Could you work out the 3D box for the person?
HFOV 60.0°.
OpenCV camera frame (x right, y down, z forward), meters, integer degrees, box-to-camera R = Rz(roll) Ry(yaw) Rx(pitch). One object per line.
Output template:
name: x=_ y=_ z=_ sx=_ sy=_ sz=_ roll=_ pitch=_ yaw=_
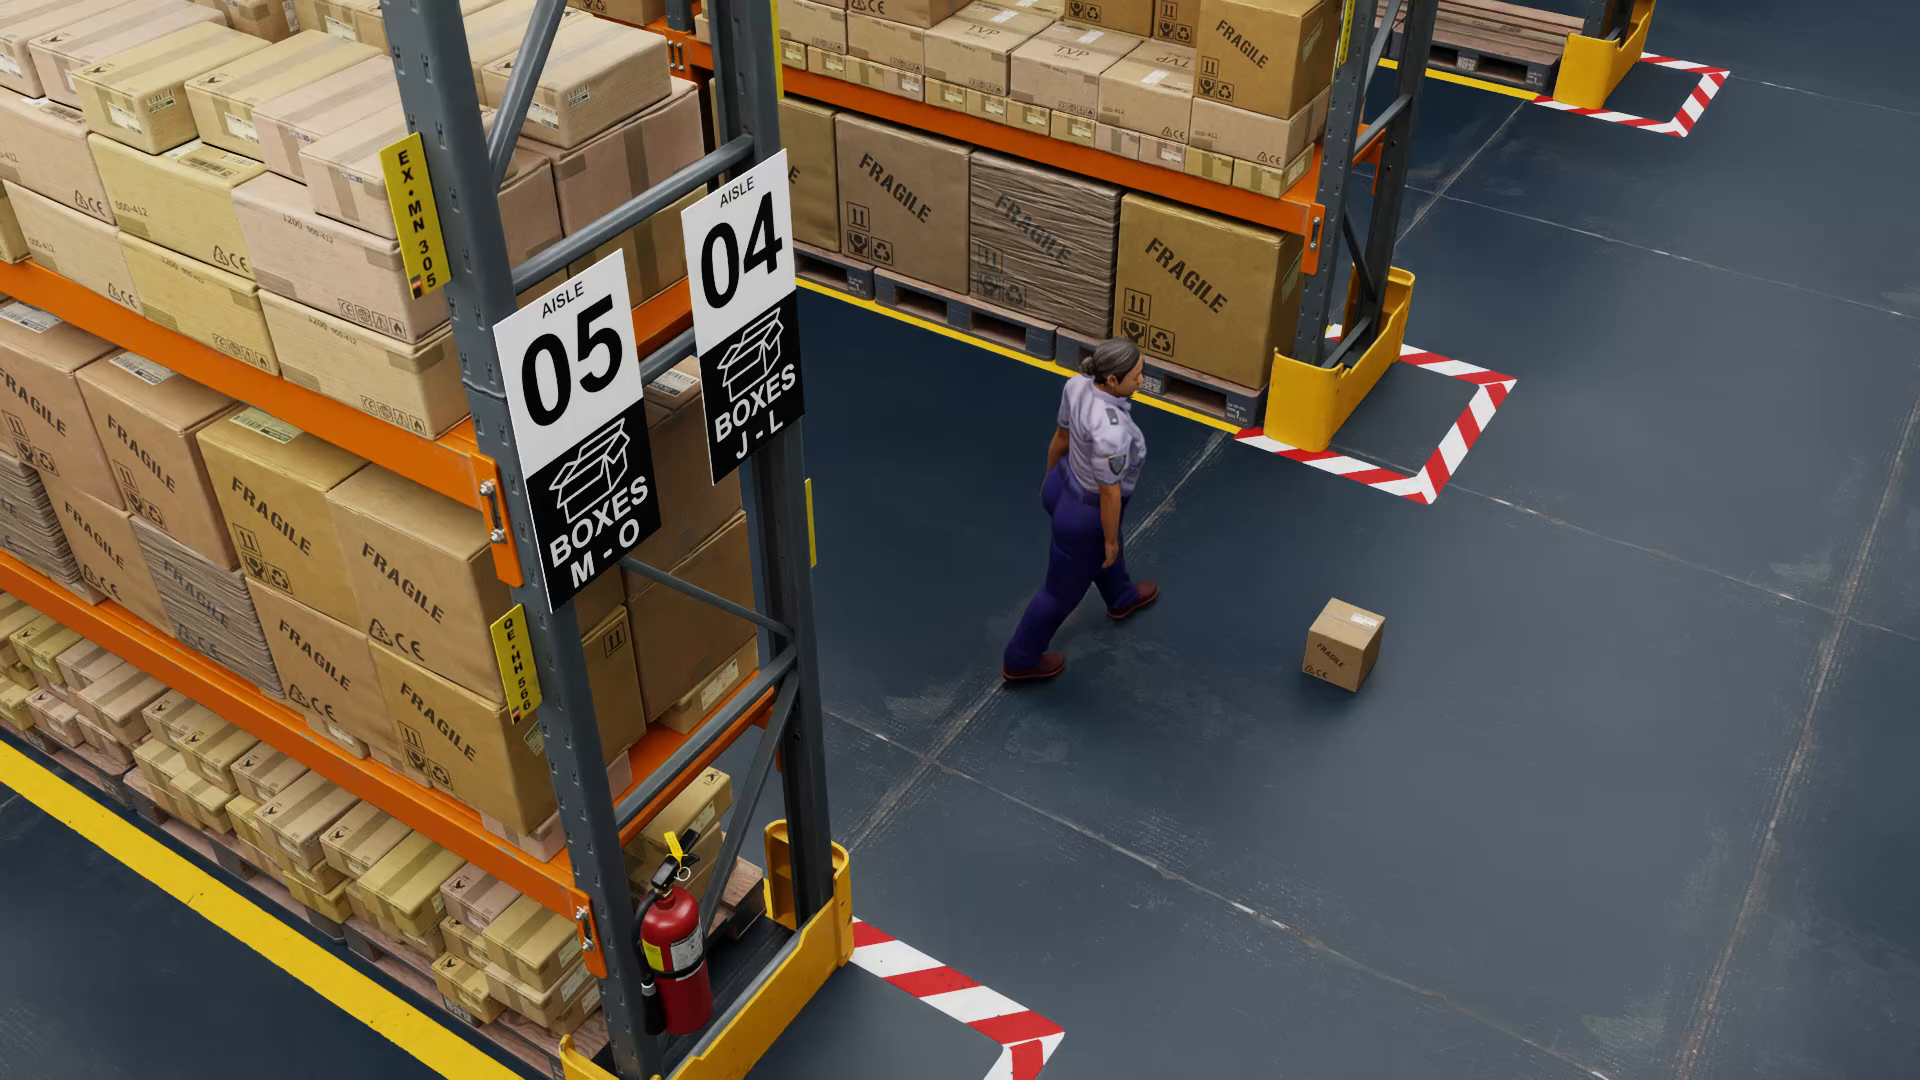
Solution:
person: x=0.635 y=-0.167 z=6.897 sx=0.920 sy=1.599 sz=0.549 roll=-9 pitch=40 yaw=-12
